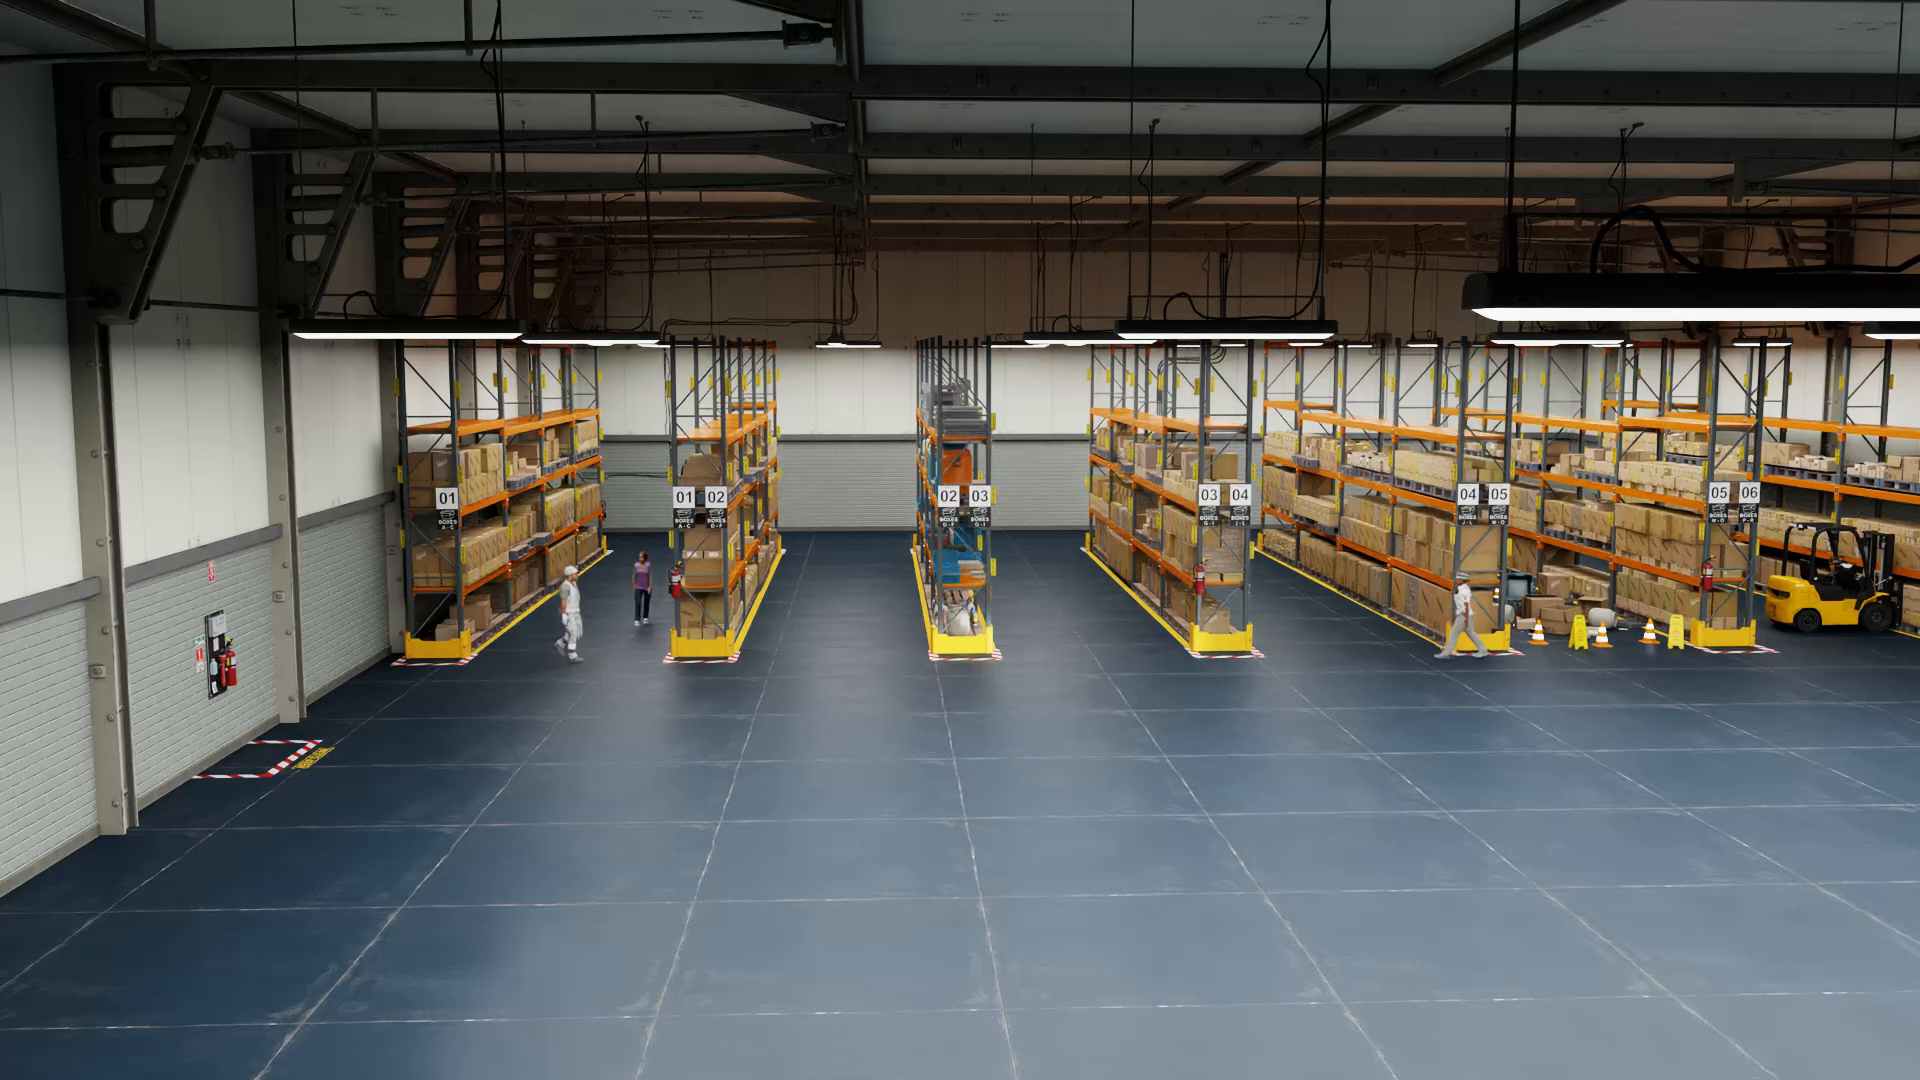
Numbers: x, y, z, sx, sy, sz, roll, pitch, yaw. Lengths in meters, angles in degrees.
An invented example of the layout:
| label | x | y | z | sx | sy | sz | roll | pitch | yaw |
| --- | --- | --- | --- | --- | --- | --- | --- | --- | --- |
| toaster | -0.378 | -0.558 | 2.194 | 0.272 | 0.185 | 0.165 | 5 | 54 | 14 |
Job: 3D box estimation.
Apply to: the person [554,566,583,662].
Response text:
| label | x | y | z | sx | sy | sz | roll | pitch | yaw |
| --- | --- | --- | --- | --- | --- | --- | --- | --- | --- |
| person | -7.237 | 1.356 | 30.606 | 0.680 | 1.778 | 0.531 | 2 | 7 | 20 |

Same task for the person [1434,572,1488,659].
| label | x | y | z | sx | sy | sz | roll | pitch | yaw |
| --- | --- | --- | --- | --- | --- | --- | --- | --- | --- |
| person | 9.339 | 1.398 | 30.927 | 1.020 | 1.600 | 0.471 | 1 | 7 | 9 |

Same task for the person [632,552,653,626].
| label | x | y | z | sx | sy | sz | roll | pitch | yaw |
| --- | --- | --- | --- | --- | --- | --- | --- | --- | --- |
| person | -6.594 | 1.030 | 34.548 | 0.433 | 1.512 | 0.967 | -2 | 7 | -15 |
